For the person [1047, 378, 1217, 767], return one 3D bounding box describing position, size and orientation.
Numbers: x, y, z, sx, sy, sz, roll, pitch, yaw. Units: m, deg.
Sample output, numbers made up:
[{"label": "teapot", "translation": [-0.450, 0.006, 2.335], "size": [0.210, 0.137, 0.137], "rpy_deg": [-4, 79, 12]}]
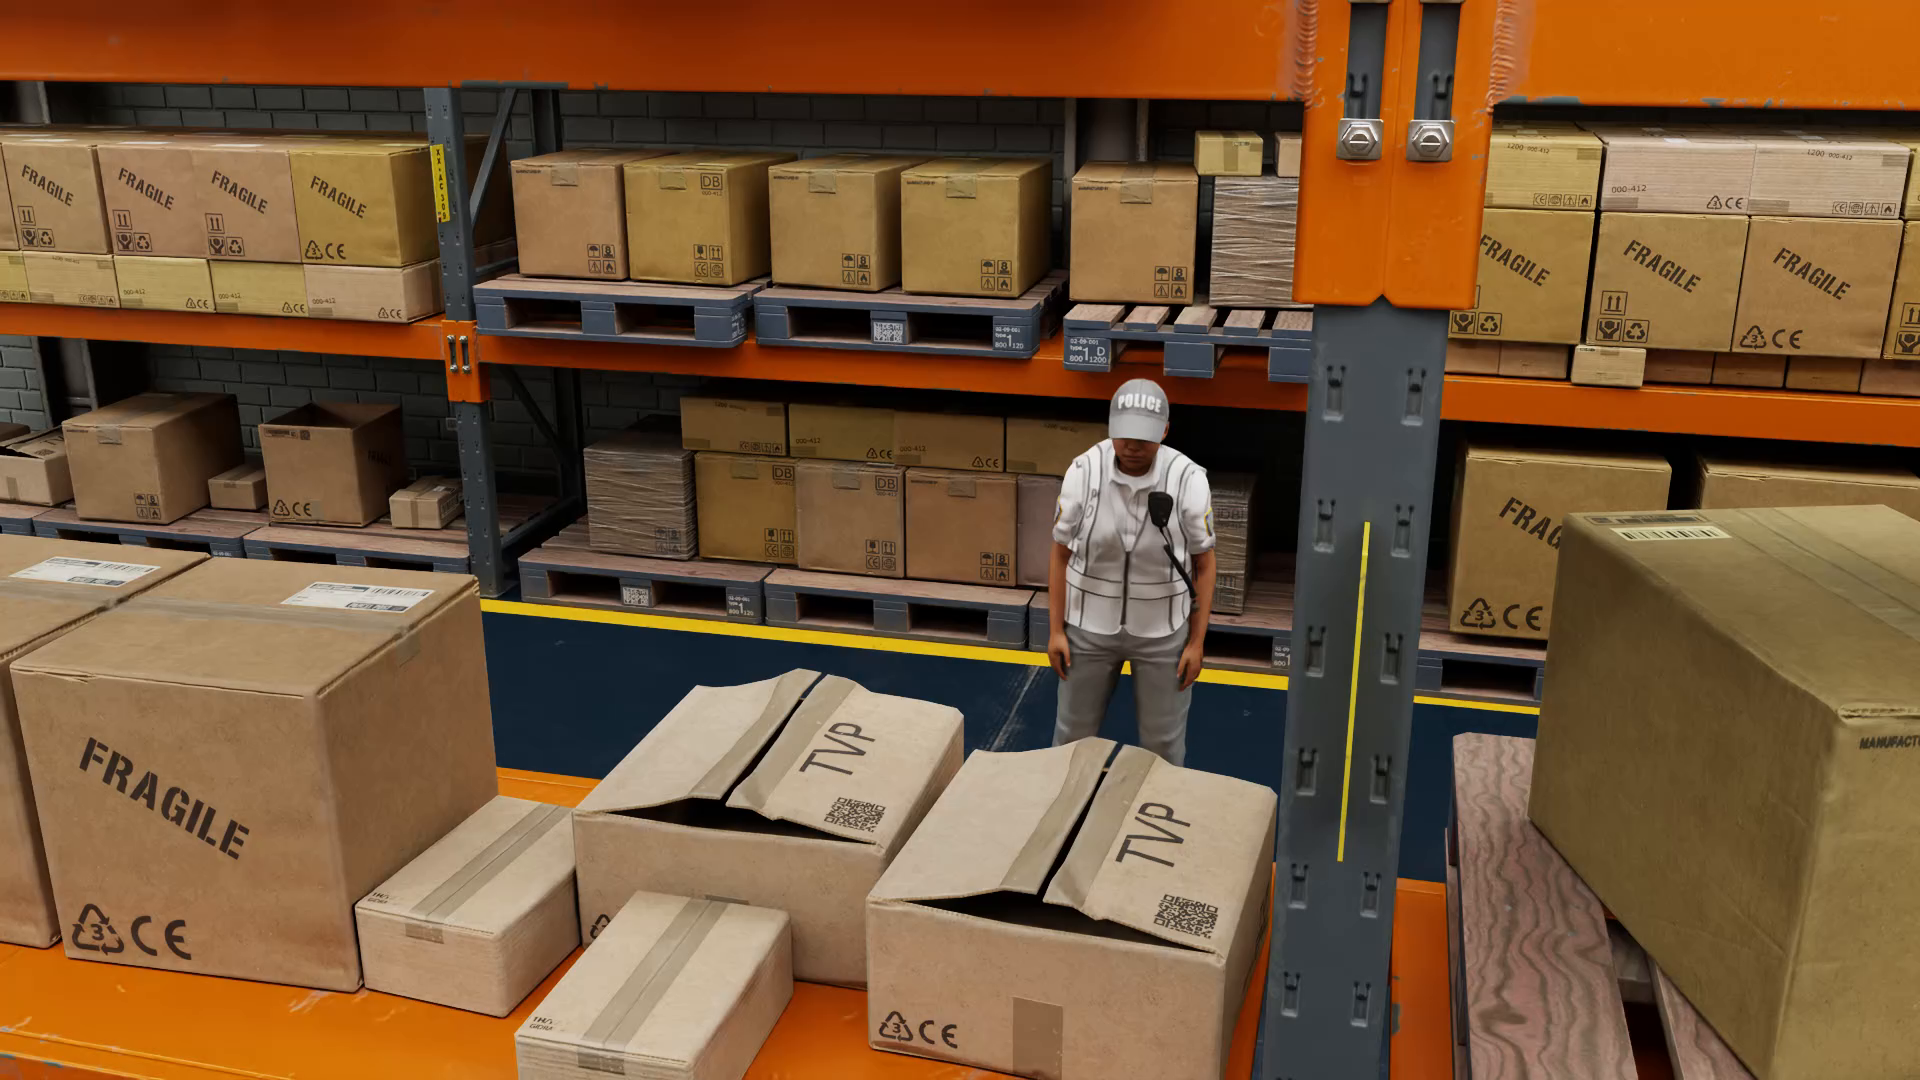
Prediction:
[{"label": "person", "translation": [0.507, 0.307, 5.123], "size": [0.533, 1.668, 0.454], "rpy_deg": [4, 19, 12]}]
